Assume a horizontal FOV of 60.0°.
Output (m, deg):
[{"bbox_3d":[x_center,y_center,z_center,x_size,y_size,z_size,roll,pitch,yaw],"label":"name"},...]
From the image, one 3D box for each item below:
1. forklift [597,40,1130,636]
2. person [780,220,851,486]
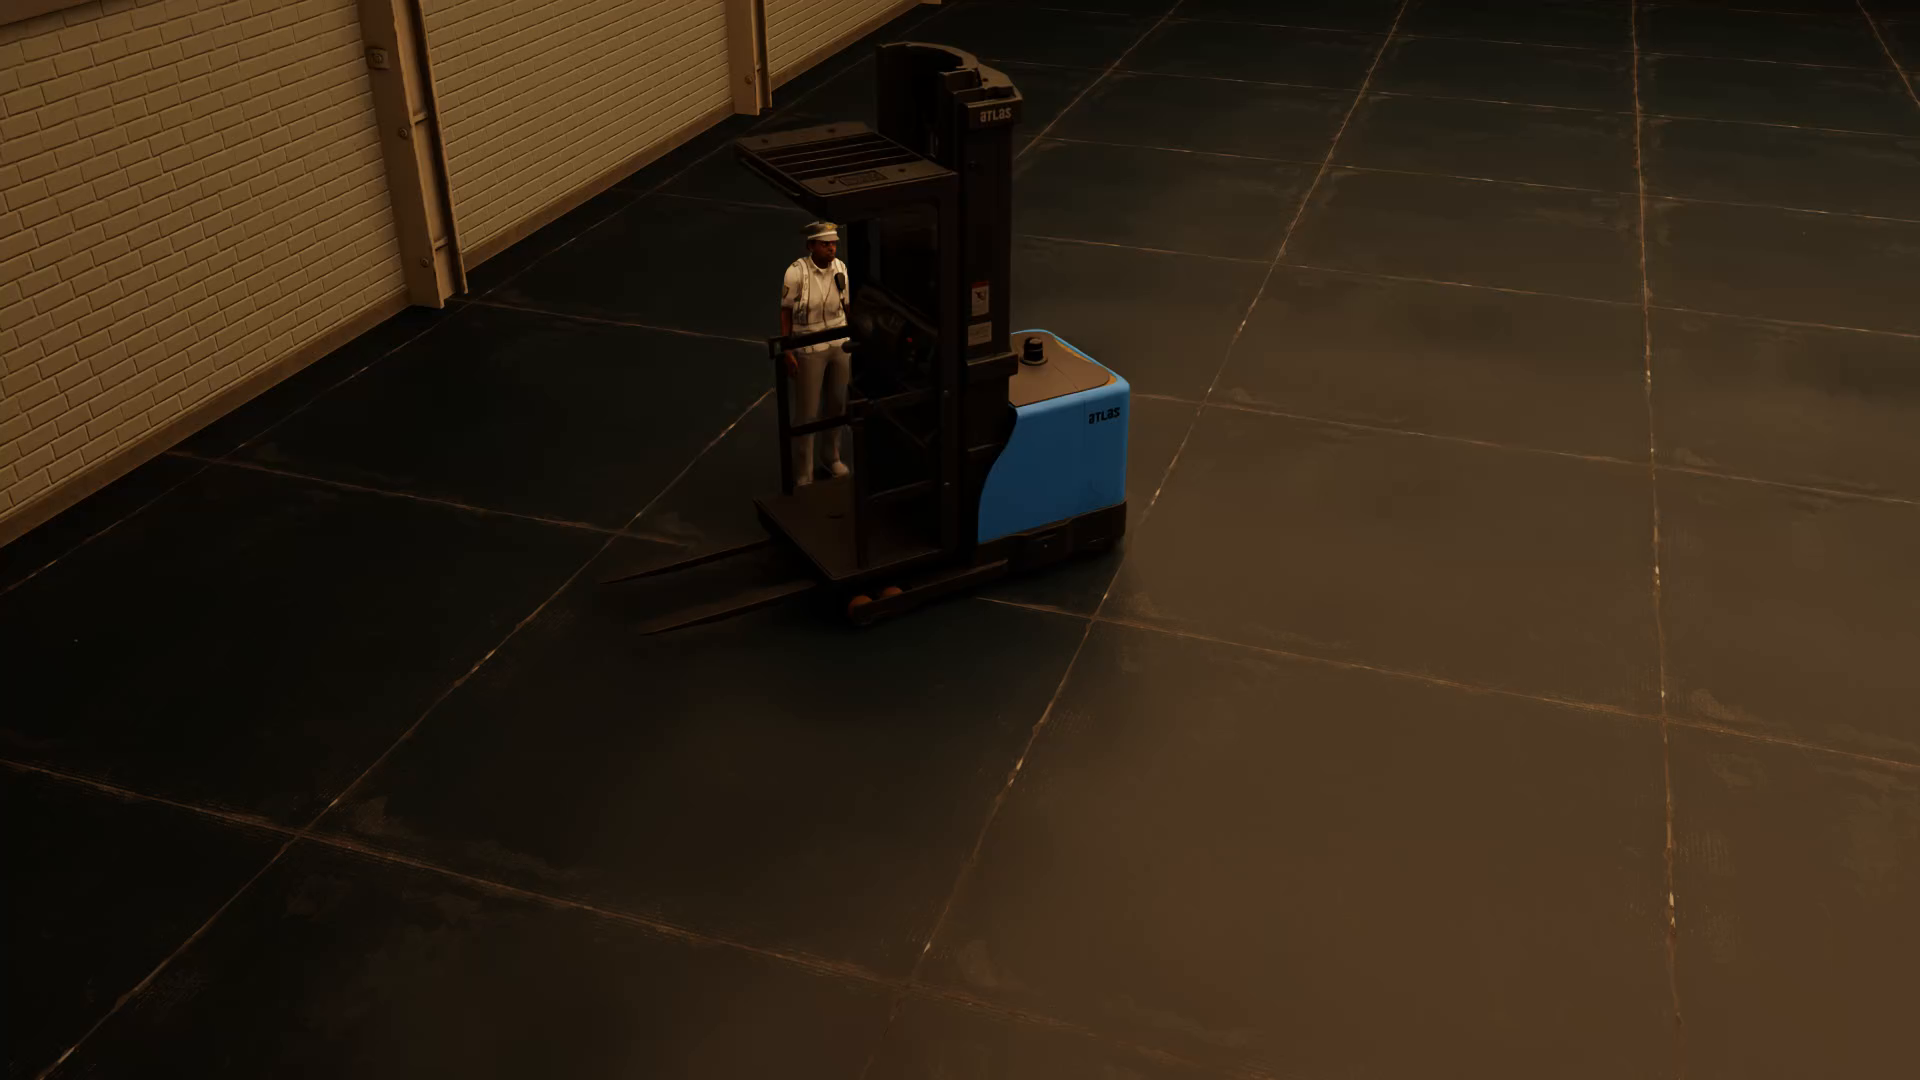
[{"bbox_3d":[-0.545,-1.093,9.054,3.031,2.935,1.130,-16,33,-25],"label":"forklift"},{"bbox_3d":[-0.847,-1.167,10.415,0.570,1.695,0.528,-14,33,-23],"label":"person"}]
